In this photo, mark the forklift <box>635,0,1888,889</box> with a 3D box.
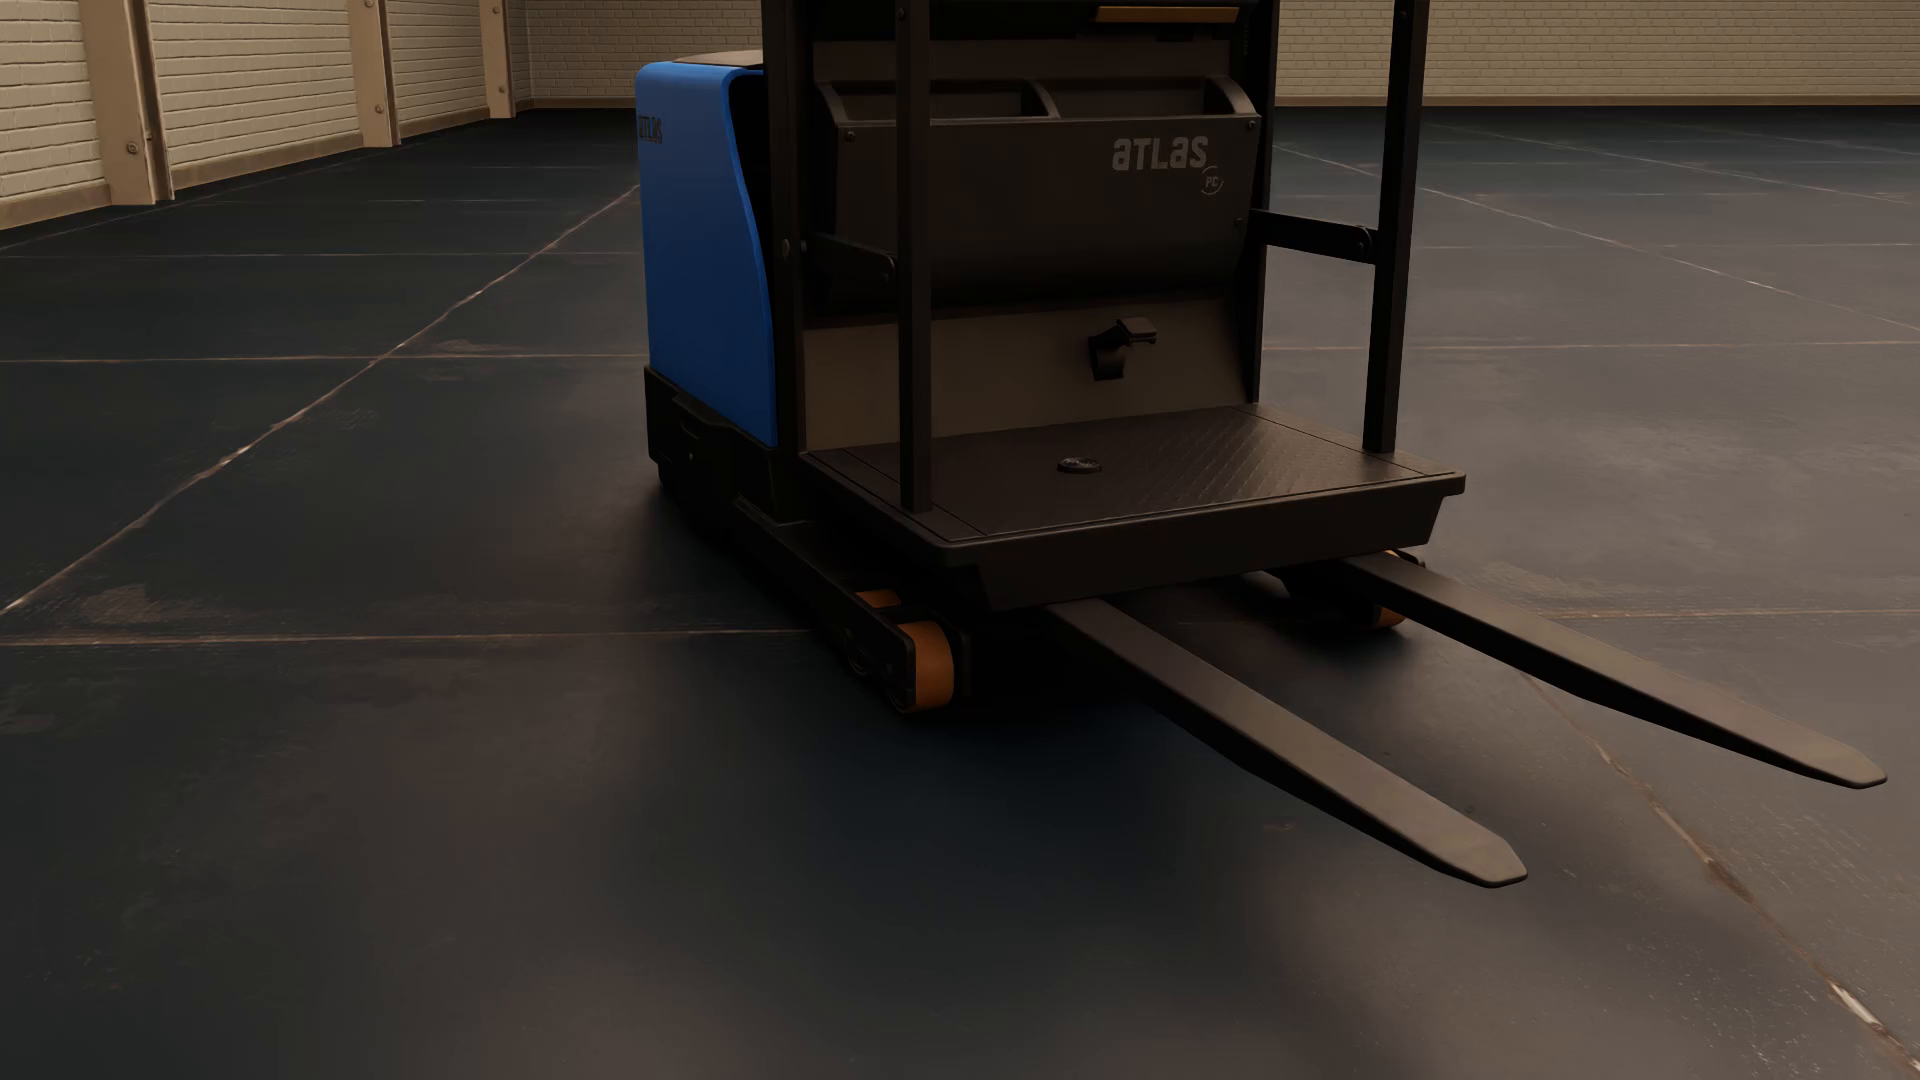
[{"bbox_3d":[0.258,-1.240,2.962,1.130,2.935,3.031,-8,19,-24],"label":"forklift"}]
